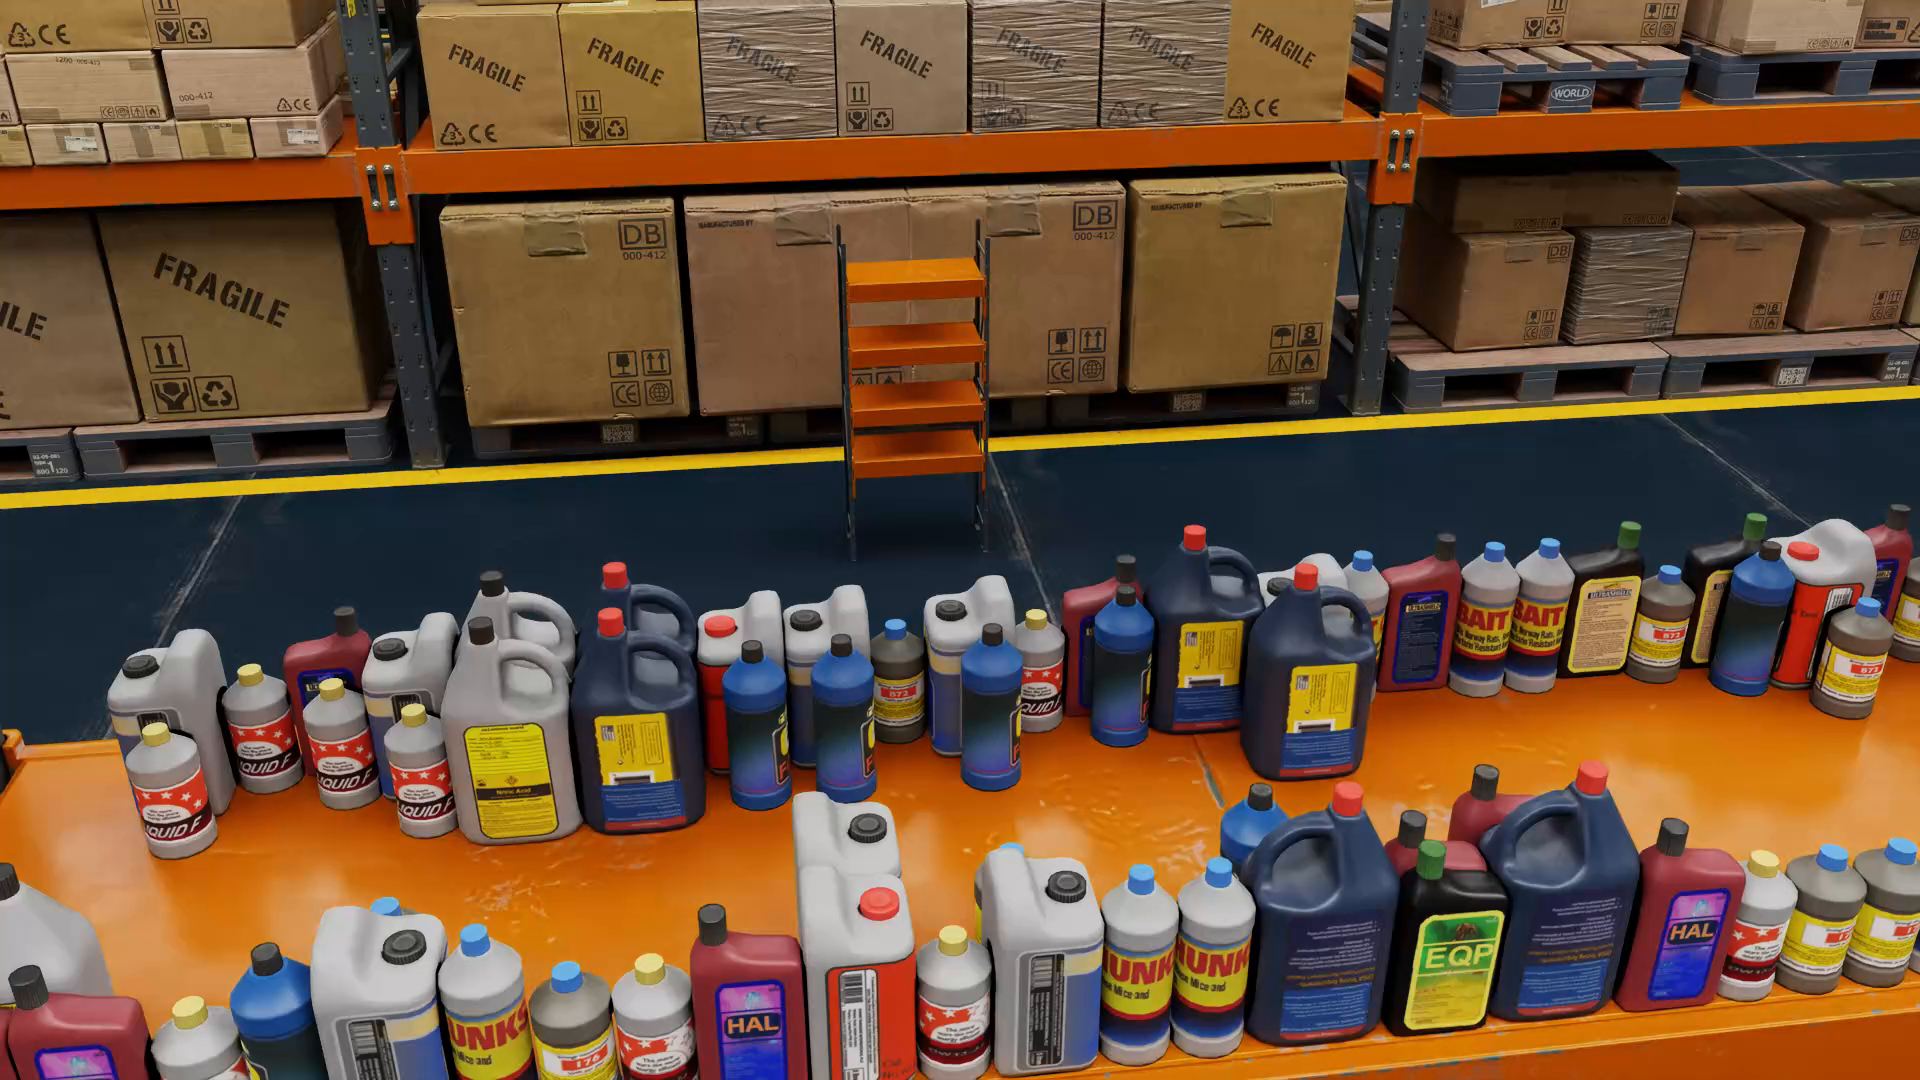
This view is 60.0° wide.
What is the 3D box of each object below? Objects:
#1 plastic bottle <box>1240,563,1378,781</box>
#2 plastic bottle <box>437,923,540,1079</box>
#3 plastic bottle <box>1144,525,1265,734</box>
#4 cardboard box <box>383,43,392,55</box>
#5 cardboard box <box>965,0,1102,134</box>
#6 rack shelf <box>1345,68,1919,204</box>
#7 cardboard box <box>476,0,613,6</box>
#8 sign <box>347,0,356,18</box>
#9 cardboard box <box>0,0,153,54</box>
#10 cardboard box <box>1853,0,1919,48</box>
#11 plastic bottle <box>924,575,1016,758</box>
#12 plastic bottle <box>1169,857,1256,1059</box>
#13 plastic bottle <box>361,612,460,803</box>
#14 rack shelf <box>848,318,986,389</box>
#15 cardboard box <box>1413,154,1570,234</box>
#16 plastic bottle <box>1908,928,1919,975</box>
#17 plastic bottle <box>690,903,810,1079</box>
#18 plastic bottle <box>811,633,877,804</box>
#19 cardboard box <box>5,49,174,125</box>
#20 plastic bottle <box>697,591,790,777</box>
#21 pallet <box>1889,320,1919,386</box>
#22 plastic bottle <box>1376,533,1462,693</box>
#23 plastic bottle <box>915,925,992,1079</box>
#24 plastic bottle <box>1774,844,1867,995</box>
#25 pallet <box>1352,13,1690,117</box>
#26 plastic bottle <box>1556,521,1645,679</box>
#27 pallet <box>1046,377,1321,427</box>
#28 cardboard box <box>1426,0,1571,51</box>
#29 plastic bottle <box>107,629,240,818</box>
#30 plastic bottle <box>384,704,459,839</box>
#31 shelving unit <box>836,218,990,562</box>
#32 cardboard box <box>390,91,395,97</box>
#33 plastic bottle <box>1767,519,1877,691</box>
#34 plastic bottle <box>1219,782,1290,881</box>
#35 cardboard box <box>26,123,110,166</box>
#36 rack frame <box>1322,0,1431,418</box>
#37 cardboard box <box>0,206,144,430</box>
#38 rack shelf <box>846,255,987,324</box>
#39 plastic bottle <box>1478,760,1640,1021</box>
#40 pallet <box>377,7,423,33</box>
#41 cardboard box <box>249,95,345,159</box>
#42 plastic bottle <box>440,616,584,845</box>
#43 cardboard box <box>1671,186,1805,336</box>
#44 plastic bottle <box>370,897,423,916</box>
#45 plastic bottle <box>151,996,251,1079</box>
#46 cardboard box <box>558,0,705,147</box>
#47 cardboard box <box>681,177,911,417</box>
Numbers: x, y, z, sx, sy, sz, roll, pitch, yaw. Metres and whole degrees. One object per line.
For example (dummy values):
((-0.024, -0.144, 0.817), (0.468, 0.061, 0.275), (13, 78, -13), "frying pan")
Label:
((0.555, 0.198, 2.632), (0.185, 0.351, 0.144), (-4, 27, -7), "plastic bottle")
((-0.563, 0.574, 1.986), (0.097, 0.271, 0.097), (0, 27, 0), "plastic bottle")
((0.400, 0.138, 2.749), (0.185, 0.351, 0.144), (-4, 27, -7), "plastic bottle")
((-3.986, -3.294, 11.395), (0.250, 0.149, 0.380), (-4, 27, -8), "cardboard box")
((0.253, -1.938, 6.633), (0.500, 0.500, 0.500), (-5, 28, -9), "cardboard box")
((3.696, -1.908, 7.471), (4.000, 0.370, 1.077), (-4, 27, -7), "rack shelf")
((-1.614, -2.382, 6.397), (0.637, 0.503, 0.797), (-4, 27, -8), "cardboard box")
((-2.167, -2.016, 5.858), (0.005, 0.325, 0.100), (-4, 27, -7), "sign")
((-3.160, -2.066, 6.007), (0.500, 0.500, 0.500), (-3, 27, -7), "cardboard box")
((3.973, -2.436, 7.139), (0.637, 0.503, 0.797), (-1, 27, -2), "cardboard box")
((0.014, 0.198, 2.714), (0.135, 0.276, 0.152), (-4, 27, -7), "plastic bottle")
((0.318, 0.518, 2.096), (0.097, 0.271, 0.097), (0, 27, 0), "plastic bottle")
((-0.848, 0.253, 2.606), (0.135, 0.276, 0.152), (-4, 27, -7), "plastic bottle")
((-0.164, -0.662, 5.884), (0.480, 0.148, 0.258), (-4, 27, -7), "rack shelf")
((2.375, -1.574, 7.467), (0.500, 0.250, 0.500), (-3, 27, -5), "cardboard box")
((1.334, 0.453, 2.223), (0.097, 0.271, 0.097), (0, 27, 0), "plastic bottle")
((-0.253, 0.558, 2.005), (0.133, 0.283, 0.061), (-4, 27, -7), "plastic bottle")
((-0.180, 0.270, 2.579), (0.097, 0.271, 0.097), (0, 27, 0), "plastic bottle")
((-3.158, -1.731, 6.177), (0.500, 0.250, 0.500), (-3, 27, -6), "cardboard box")
((-0.349, 0.221, 2.669), (0.135, 0.276, 0.152), (-4, 27, -7), "plastic bottle")
((4.906, -1.064, 8.093), (1.213, 0.211, 1.003), (-4, 27, -7), "pallet")
((0.781, 0.124, 2.850), (0.133, 0.283, 0.061), (-4, 27, -7), "plastic bottle")
((-0.008, 0.570, 2.071), (0.097, 0.201, 0.097), (0, 27, 0), "plastic bottle")
((1.141, 0.496, 2.215), (0.097, 0.201, 0.097), (0, 27, 0), "plastic bottle")
((2.406, -2.109, 7.285), (1.003, 0.211, 1.213), (-4, 27, -7), "pallet")
((1.106, 0.103, 2.890), (0.133, 0.283, 0.061), (-4, 27, -7), "plastic bottle")
((0.924, -0.844, 7.664), (1.213, 0.211, 1.003), (-4, 27, -7), "pallet")
((2.245, -2.385, 7.042), (0.500, 0.500, 0.500), (-7, 28, -13), "cardboard box")
((-1.210, 0.277, 2.561), (0.135, 0.276, 0.152), (-4, 27, -7), "plastic bottle")
((-0.813, 0.342, 2.516), (0.097, 0.201, 0.097), (0, 27, 0), "plastic bottle")
((-0.164, -0.523, 5.956), (0.503, 1.200, 0.258), (-4, 27, -7), "shelving unit")
((-3.633, -2.934, 11.020), (0.250, 0.149, 0.380), (-5, 28, -9), "cardboard box")
((1.474, 0.104, 2.897), (0.135, 0.276, 0.152), (-4, 27, -7), "plastic bottle")
((0.394, 0.446, 2.235), (0.097, 0.271, 0.097), (0, 27, 0), "plastic bottle")
((-3.265, -1.518, 6.198), (0.250, 0.149, 0.380), (-3, 27, -6), "cardboard box")
((1.716, -2.101, 7.059), (0.127, 3.000, 1.000), (-4, 27, -7), "rack frame")
((-3.801, -1.025, 6.829), (0.875, 0.875, 0.875), (-4, 27, -7), "cardboard box")
((-0.164, -0.873, 5.776), (0.480, 0.148, 0.258), (-4, 27, -7), "rack shelf")
((0.769, 0.443, 2.155), (0.185, 0.351, 0.144), (-4, 27, -7), "plastic bottle")
((-5.601, -4.994, 15.751), (1.213, 0.211, 1.003), (-4, 27, -7), "pallet")
((-2.502, -1.567, 6.294), (0.250, 0.149, 0.380), (-4, 27, -7), "cardboard box")
((-0.671, 0.273, 2.486), (0.185, 0.351, 0.144), (-4, 27, -7), "plastic bottle")
((3.484, -1.316, 7.786), (0.500, 0.500, 0.700), (-1, 27, -3), "cardboard box")
((-0.717, 0.545, 2.119), (0.097, 0.201, 0.097), (0, 27, 0), "plastic bottle")
((-0.889, 0.626, 1.961), (0.097, 0.201, 0.097), (0, 27, 0), "plastic bottle")
((-1.257, -1.840, 6.440), (0.500, 0.500, 0.500), (-4, 27, -7), "cardboard box")
((-0.730, -1.195, 7.161), (0.875, 0.875, 1.225), (-5, 28, -9), "cardboard box")
